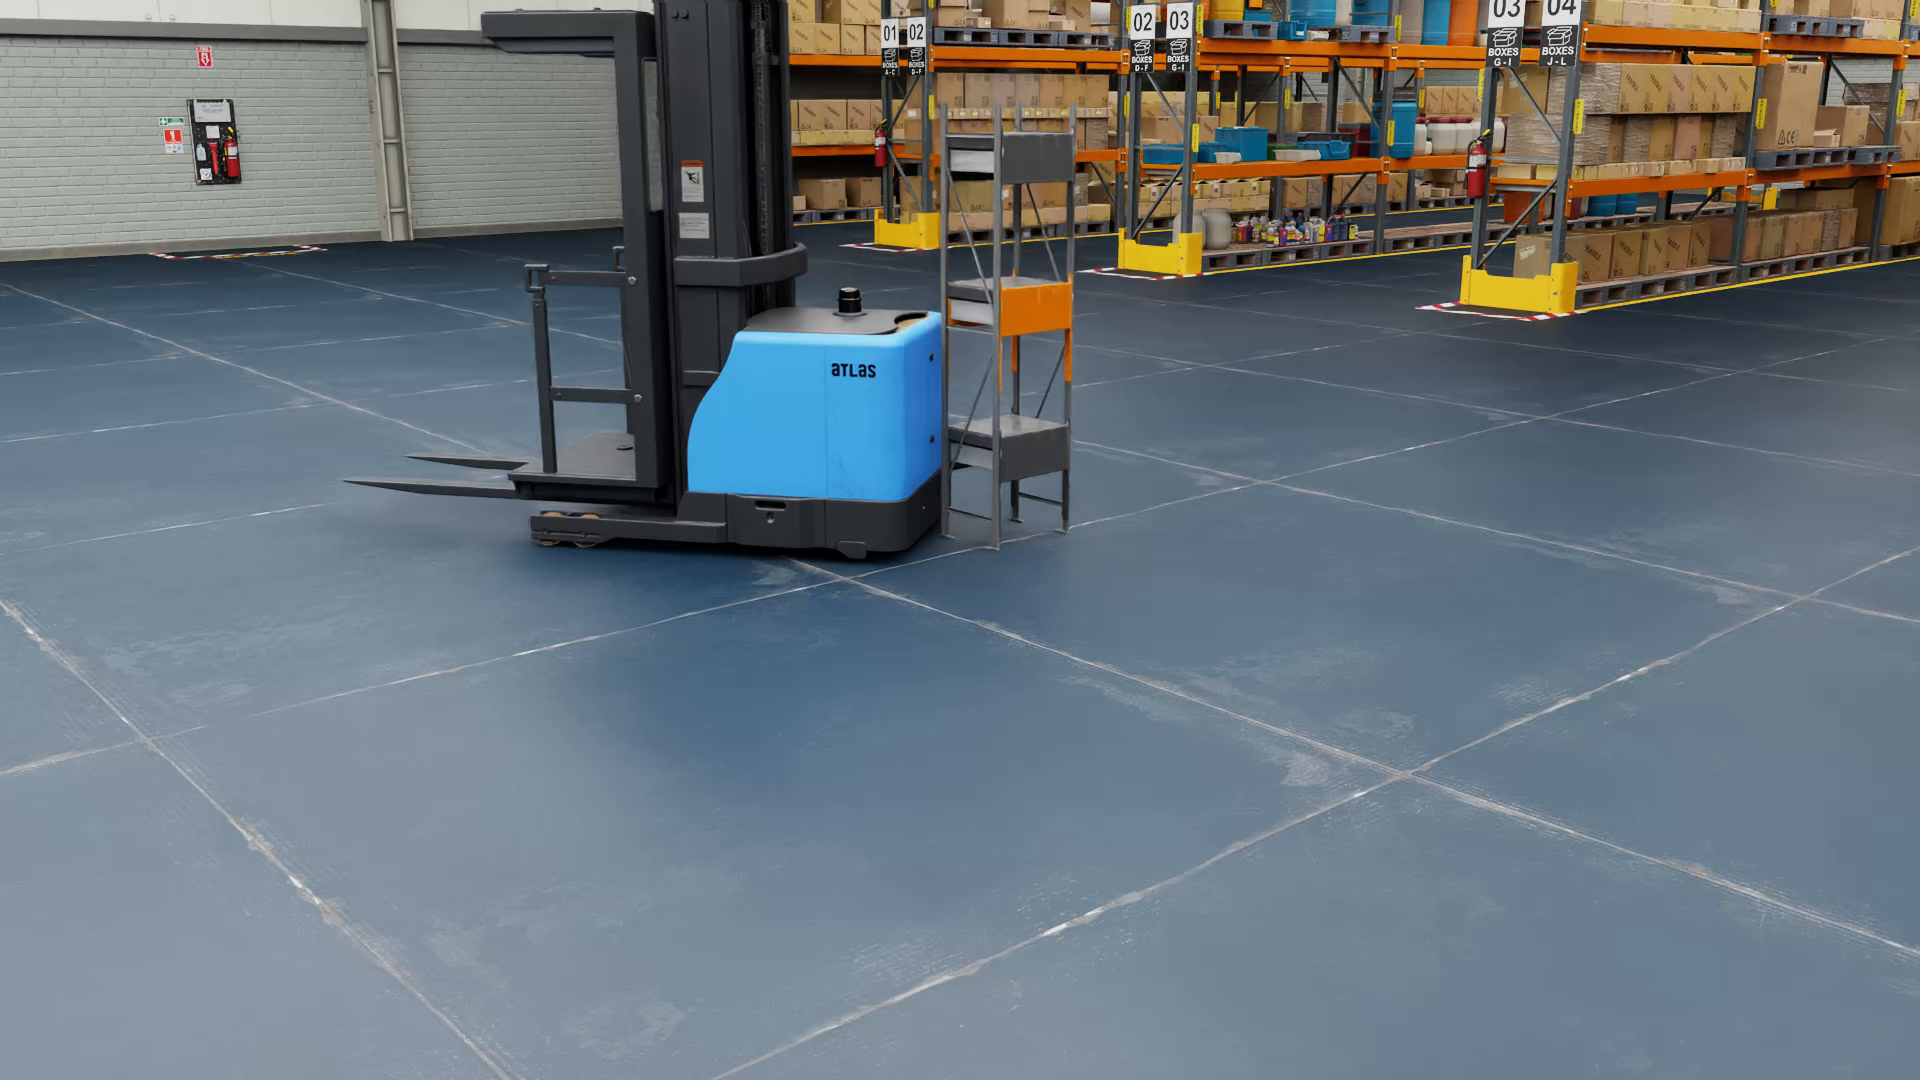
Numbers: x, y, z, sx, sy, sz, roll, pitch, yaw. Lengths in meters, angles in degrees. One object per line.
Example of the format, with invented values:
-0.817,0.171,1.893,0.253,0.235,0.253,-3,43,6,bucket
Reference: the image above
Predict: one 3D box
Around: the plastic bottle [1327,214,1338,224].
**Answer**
5.109,-4.299,22.811,0.185,0.351,0.144,-13,19,-39,plastic bottle

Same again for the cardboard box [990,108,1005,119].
0.449,-6.352,24.767,0.250,0.149,0.380,-14,20,-41,cardboard box

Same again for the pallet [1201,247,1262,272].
3.126,-3.637,21.457,1.213,0.211,1.003,-13,19,-39,pallet

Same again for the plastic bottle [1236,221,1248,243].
3.789,-4.156,22.422,0.135,0.276,0.152,-12,19,-39,plastic bottle

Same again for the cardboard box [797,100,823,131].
-2.690,-7.244,28.356,0.500,0.500,0.500,-13,20,-41,cardboard box

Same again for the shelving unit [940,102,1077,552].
0.229,-1.038,8.068,0.503,2.100,0.431,-13,20,-41,shelving unit

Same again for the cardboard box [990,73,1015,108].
0.407,-6.727,24.913,0.500,0.500,0.700,-13,19,-39,cardboard box

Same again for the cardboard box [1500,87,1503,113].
10.768,-8.818,33.317,0.500,0.500,0.500,-12,19,-38,cardboard box

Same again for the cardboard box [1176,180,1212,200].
3.886,-5.896,27.937,0.500,0.311,0.500,-12,19,-38,cardboard box

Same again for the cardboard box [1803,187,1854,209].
11.283,-4.464,21.689,0.500,0.250,0.500,-12,19,-37,cardboard box

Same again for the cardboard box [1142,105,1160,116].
3.713,-8.604,33.840,0.500,0.500,0.500,-12,19,-38,cardboard box

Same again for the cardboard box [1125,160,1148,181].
3.320,-7.520,33.942,0.750,0.750,0.750,-13,20,-40,cardboard box

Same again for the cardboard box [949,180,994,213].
0.161,-5.160,24.816,0.500,0.500,0.500,-13,19,-39,cardboard box

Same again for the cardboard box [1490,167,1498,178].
11.056,-7.366,34.004,0.500,0.500,0.500,-13,19,-39,cardboard box

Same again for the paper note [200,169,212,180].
-10.655,-5.171,23.505,0.142,0.148,0.016,-13,19,-39,paper note

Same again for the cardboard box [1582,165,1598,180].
6.307,-3.780,17.077,0.250,0.149,0.380,-13,19,-39,cardboard box

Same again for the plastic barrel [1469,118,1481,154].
7.564,-5.948,24.487,0.421,0.512,0.421,0,15,0,plastic barrel

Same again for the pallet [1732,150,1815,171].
9.424,-4.547,19.833,1.213,0.211,1.003,-13,19,-39,pallet

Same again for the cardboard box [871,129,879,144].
-1.543,-7.147,29.446,0.500,0.250,0.500,-13,19,-39,cardboard box

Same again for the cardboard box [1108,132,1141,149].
2.594,-6.487,27.016,0.500,0.250,0.500,-11,19,-36,cardboard box

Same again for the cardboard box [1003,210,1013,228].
0.537,-4.882,25.231,0.500,0.250,0.500,-13,19,-39,cardboard box

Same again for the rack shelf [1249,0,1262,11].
6.541,-11.483,35.972,4.000,0.370,1.077,-13,19,-39,rack shelf

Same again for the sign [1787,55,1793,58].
14.926,-8.830,29.886,0.005,0.325,0.100,-13,19,-39,sign

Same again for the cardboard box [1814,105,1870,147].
11.033,-5.254,21.101,0.500,0.500,0.700,-9,18,-31,cardboard box

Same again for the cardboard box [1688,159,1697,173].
7.969,-4.172,18.543,0.250,0.149,0.380,-13,19,-39,cardboard box

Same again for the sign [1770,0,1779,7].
9.114,-6.133,18.585,0.005,0.325,0.100,-13,19,-39,sign

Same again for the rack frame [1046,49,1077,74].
2.014,-8.109,32.797,0.127,3.000,1.000,-13,19,-39,rack frame

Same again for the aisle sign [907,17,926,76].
-0.614,-6.976,23.515,0.004,0.787,0.394,-13,19,-39,aisle sign

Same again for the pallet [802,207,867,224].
-2.407,-5.756,29.391,1.213,0.211,1.003,-13,19,-39,pallet

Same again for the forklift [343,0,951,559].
-1.621,-1.504,8.199,3.031,2.935,1.130,3,15,12,forklift

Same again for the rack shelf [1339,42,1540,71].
7.009,-6.944,24.014,4.000,0.370,1.077,-13,19,-39,rack shelf

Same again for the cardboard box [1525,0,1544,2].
5.739,-5.538,16.877,0.250,0.149,0.380,-13,19,-39,cardboard box

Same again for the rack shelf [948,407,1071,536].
0.229,-0.349,8.252,0.480,0.518,0.431,-13,20,-41,rack shelf

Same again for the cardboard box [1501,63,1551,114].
5.987,-4.678,17.242,0.500,0.500,0.500,-13,19,-39,cardboard box

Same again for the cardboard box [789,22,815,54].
-2.787,-8.442,27.997,0.500,0.500,0.500,-12,19,-37,cardboard box

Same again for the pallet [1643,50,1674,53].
11.008,-8.064,27.182,1.003,0.211,1.213,-13,19,-39,pallet

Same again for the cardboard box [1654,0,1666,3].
7.097,-5.646,17.280,0.250,0.149,0.380,-14,20,-42,cardboard box

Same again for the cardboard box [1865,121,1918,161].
12.314,-5.294,22.064,0.500,0.500,0.500,-12,19,-38,cardboard box

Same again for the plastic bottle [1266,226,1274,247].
4.055,-3.966,21.721,0.097,0.271,0.097,0,15,0,plastic bottle

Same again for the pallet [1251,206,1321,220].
5.857,-5.918,29.995,1.213,0.211,1.003,-13,19,-39,pallet

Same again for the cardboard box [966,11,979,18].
-0.070,-7.684,24.598,0.500,0.250,0.500,-13,19,-39,cardboard box

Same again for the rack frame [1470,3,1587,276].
5.734,-3.861,16.893,0.127,3.000,1.000,-13,19,-39,rack frame

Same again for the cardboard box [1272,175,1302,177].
5.860,-6.727,30.161,0.500,0.250,0.500,-12,19,-37,cardboard box

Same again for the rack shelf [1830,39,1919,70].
13.278,-6.657,22.941,4.000,0.370,1.077,-13,19,-39,rack shelf

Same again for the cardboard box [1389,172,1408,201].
8.102,-6.689,31.470,0.500,0.500,0.500,-13,20,-40,cardboard box

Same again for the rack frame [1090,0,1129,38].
2.252,-9.366,25.878,0.127,3.000,1.000,-13,19,-39,rack frame

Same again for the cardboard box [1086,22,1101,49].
2.336,-9.911,32.684,0.700,0.500,0.500,14,21,43,cardboard box

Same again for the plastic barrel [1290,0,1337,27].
4.679,-7.250,21.981,0.708,0.901,0.600,-13,19,-39,plastic barrel

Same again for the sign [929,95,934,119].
-0.406,-6.138,23.585,0.005,0.325,0.100,-13,19,-39,sign

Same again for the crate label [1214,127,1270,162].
3.694,-5.207,21.863,0.616,0.435,0.502,-13,19,-39,crate label

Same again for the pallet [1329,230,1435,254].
6.067,-4.296,23.926,1.213,0.211,1.003,-13,19,-39,pallet

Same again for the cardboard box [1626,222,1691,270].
7.996,-3.376,19.105,0.500,0.500,0.500,-6,16,-22,cardboard box

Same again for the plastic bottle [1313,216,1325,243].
4.815,-4.183,22.380,0.185,0.351,0.144,-13,20,-40,plastic bottle

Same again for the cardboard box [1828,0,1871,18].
10.810,-6.656,20.381,0.500,0.500,0.500,-12,19,-38,cardboard box

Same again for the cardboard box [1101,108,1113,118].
2.187,-6.742,26.227,0.250,0.149,0.380,-13,20,-39,cardboard box

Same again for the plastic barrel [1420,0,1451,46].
6.728,-7.544,23.898,0.708,0.901,0.600,-13,19,-39,plastic barrel
